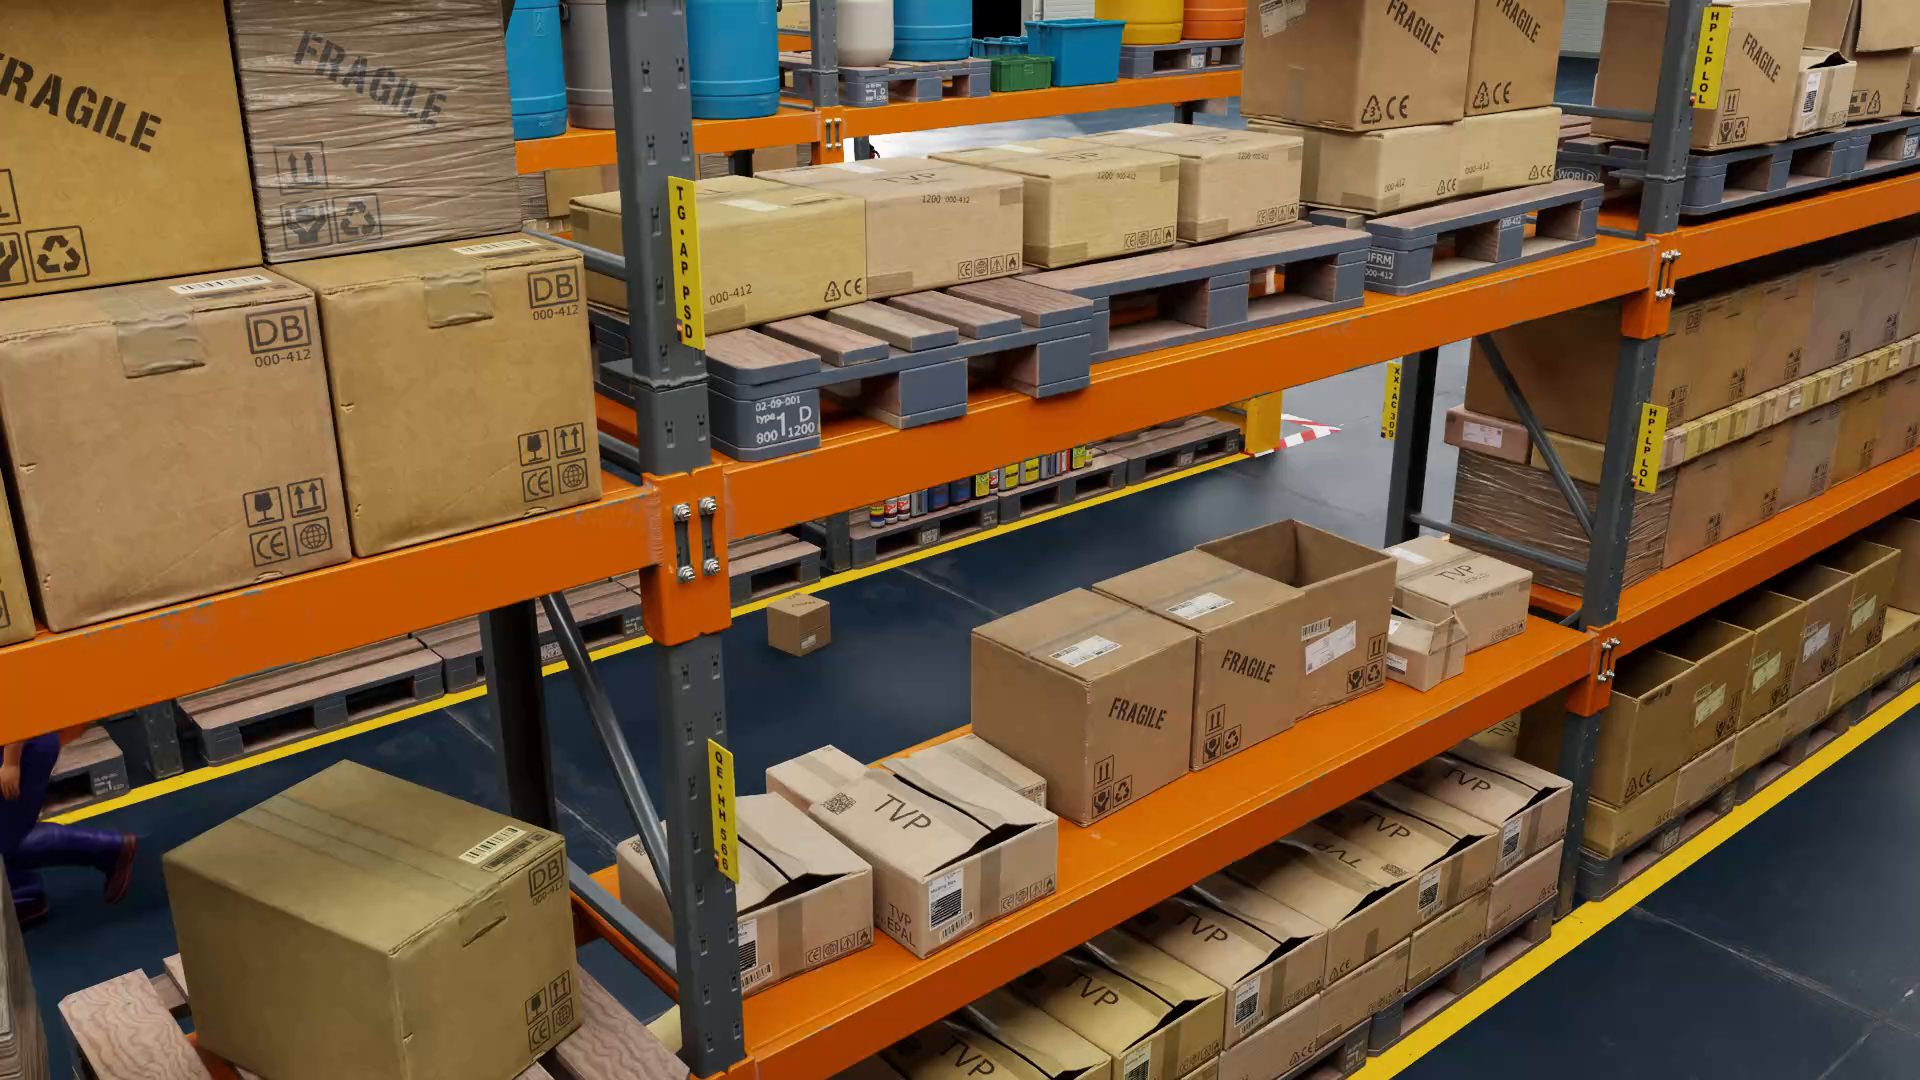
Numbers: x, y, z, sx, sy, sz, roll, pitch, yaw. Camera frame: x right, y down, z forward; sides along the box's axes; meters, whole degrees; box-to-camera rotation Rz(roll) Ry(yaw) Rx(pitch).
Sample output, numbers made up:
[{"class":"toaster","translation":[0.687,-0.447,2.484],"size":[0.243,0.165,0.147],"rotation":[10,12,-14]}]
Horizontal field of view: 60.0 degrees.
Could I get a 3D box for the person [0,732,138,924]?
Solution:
[{"class":"person","translation":[-3.690,0.784,6.518],"size":[0.633,1.629,0.478],"rotation":[-18,27,-39]}]
